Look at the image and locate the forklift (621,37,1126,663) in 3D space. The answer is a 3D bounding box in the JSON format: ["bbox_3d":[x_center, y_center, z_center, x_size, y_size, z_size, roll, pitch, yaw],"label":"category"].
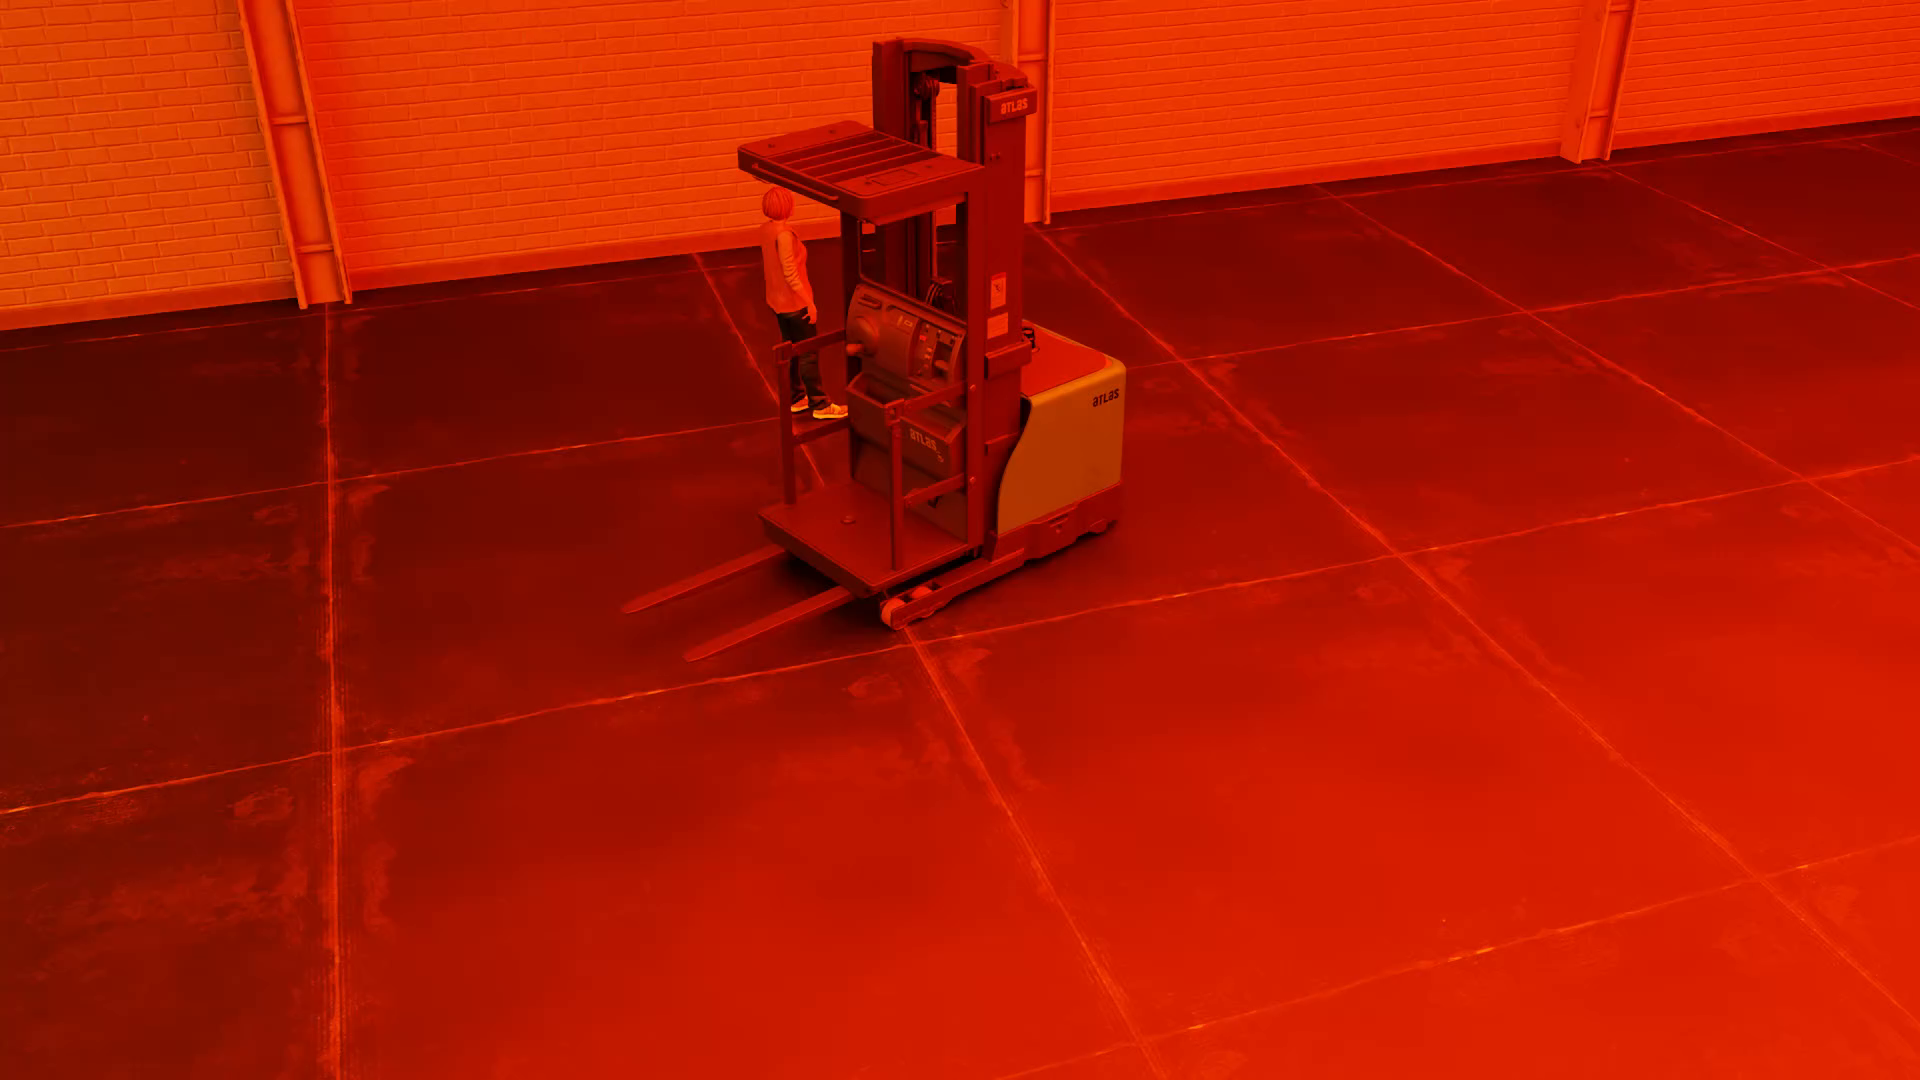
[{"bbox_3d":[-0.461,-1.072,8.951,3.031,2.935,1.130,-23,37,-34],"label":"forklift"}]

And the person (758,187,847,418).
[{"bbox_3d":[-1.066,-1.606,11.201,0.475,1.597,0.520,-15,33,-25],"label":"person"}]
